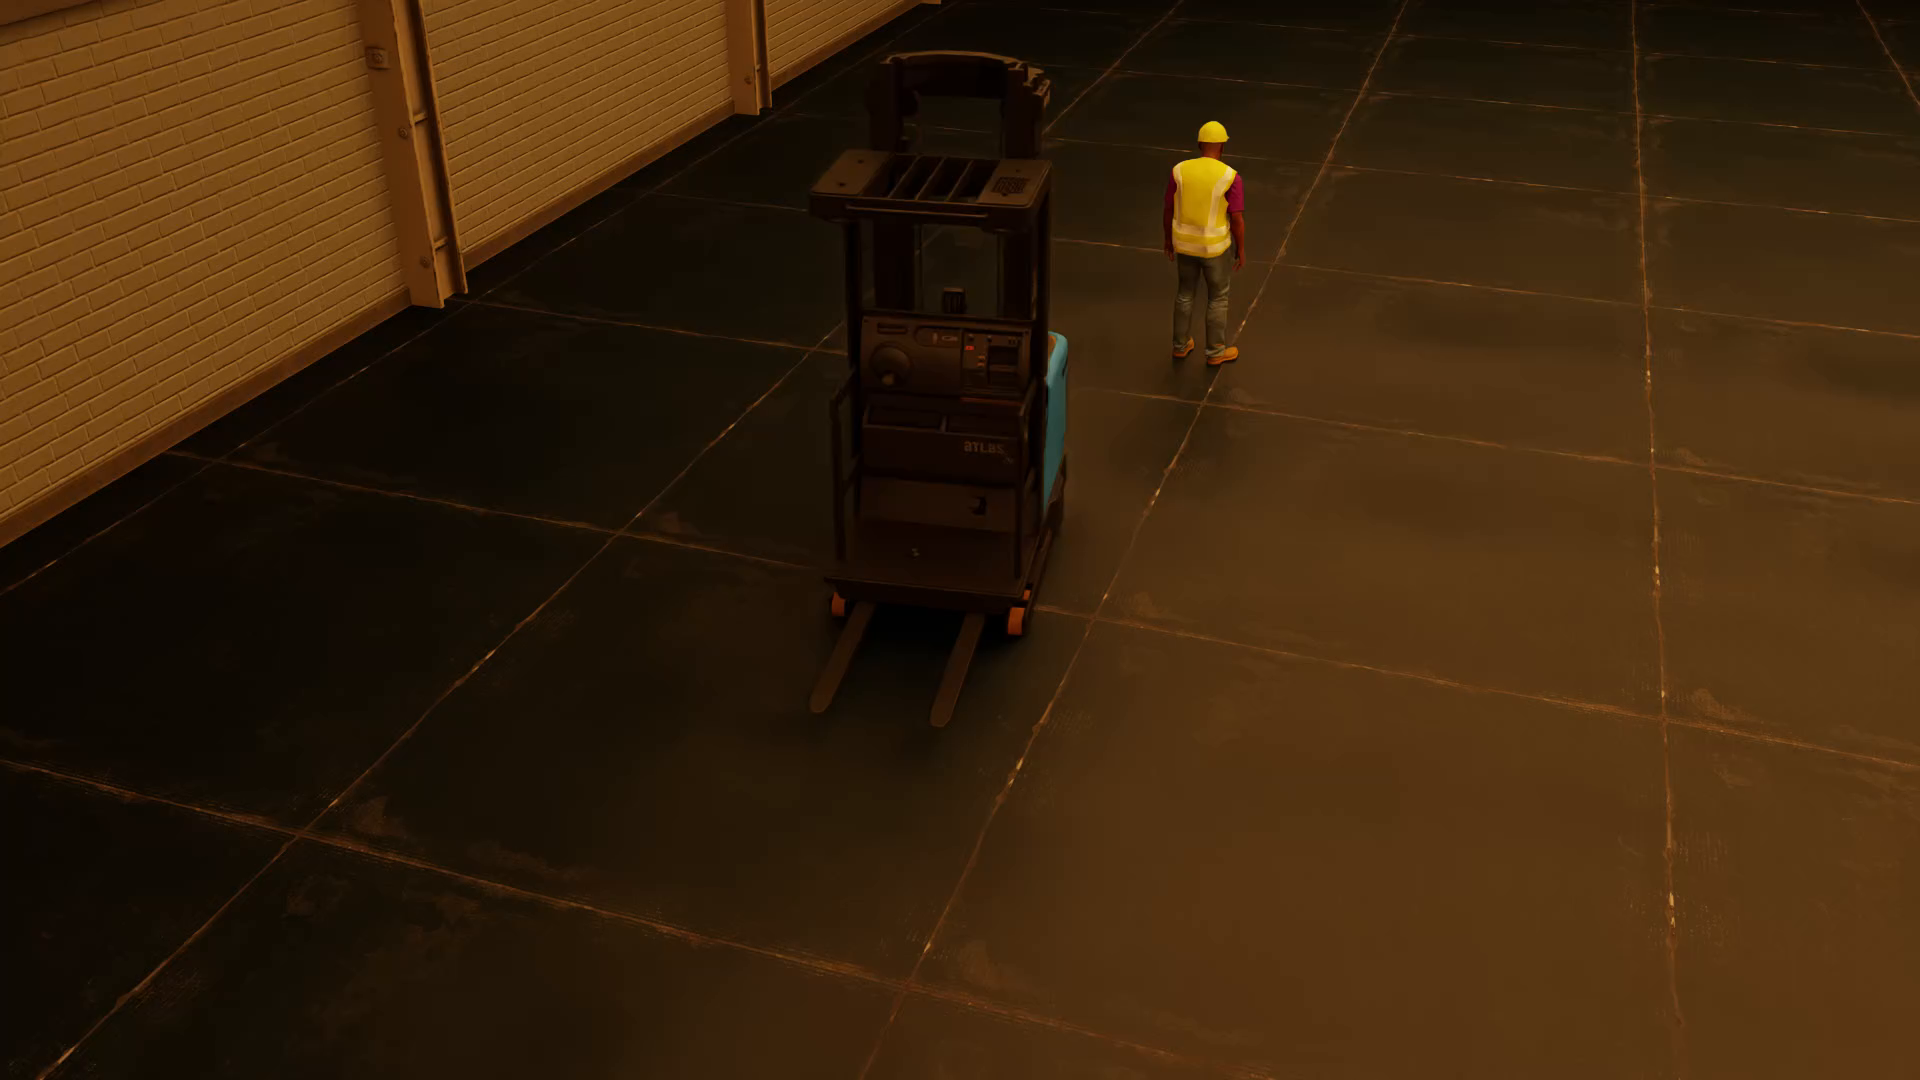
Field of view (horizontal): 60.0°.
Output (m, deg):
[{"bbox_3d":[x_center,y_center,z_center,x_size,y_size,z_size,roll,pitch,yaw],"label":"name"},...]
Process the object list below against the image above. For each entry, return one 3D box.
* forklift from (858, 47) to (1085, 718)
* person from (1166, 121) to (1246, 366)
[{"bbox_3d":[0.035,-0.972,8.842,1.130,2.935,3.031,-2,30,-3],"label":"forklift"},{"bbox_3d":[1.789,-2.159,12.109,0.623,1.761,0.459,18,34,29],"label":"person"}]
